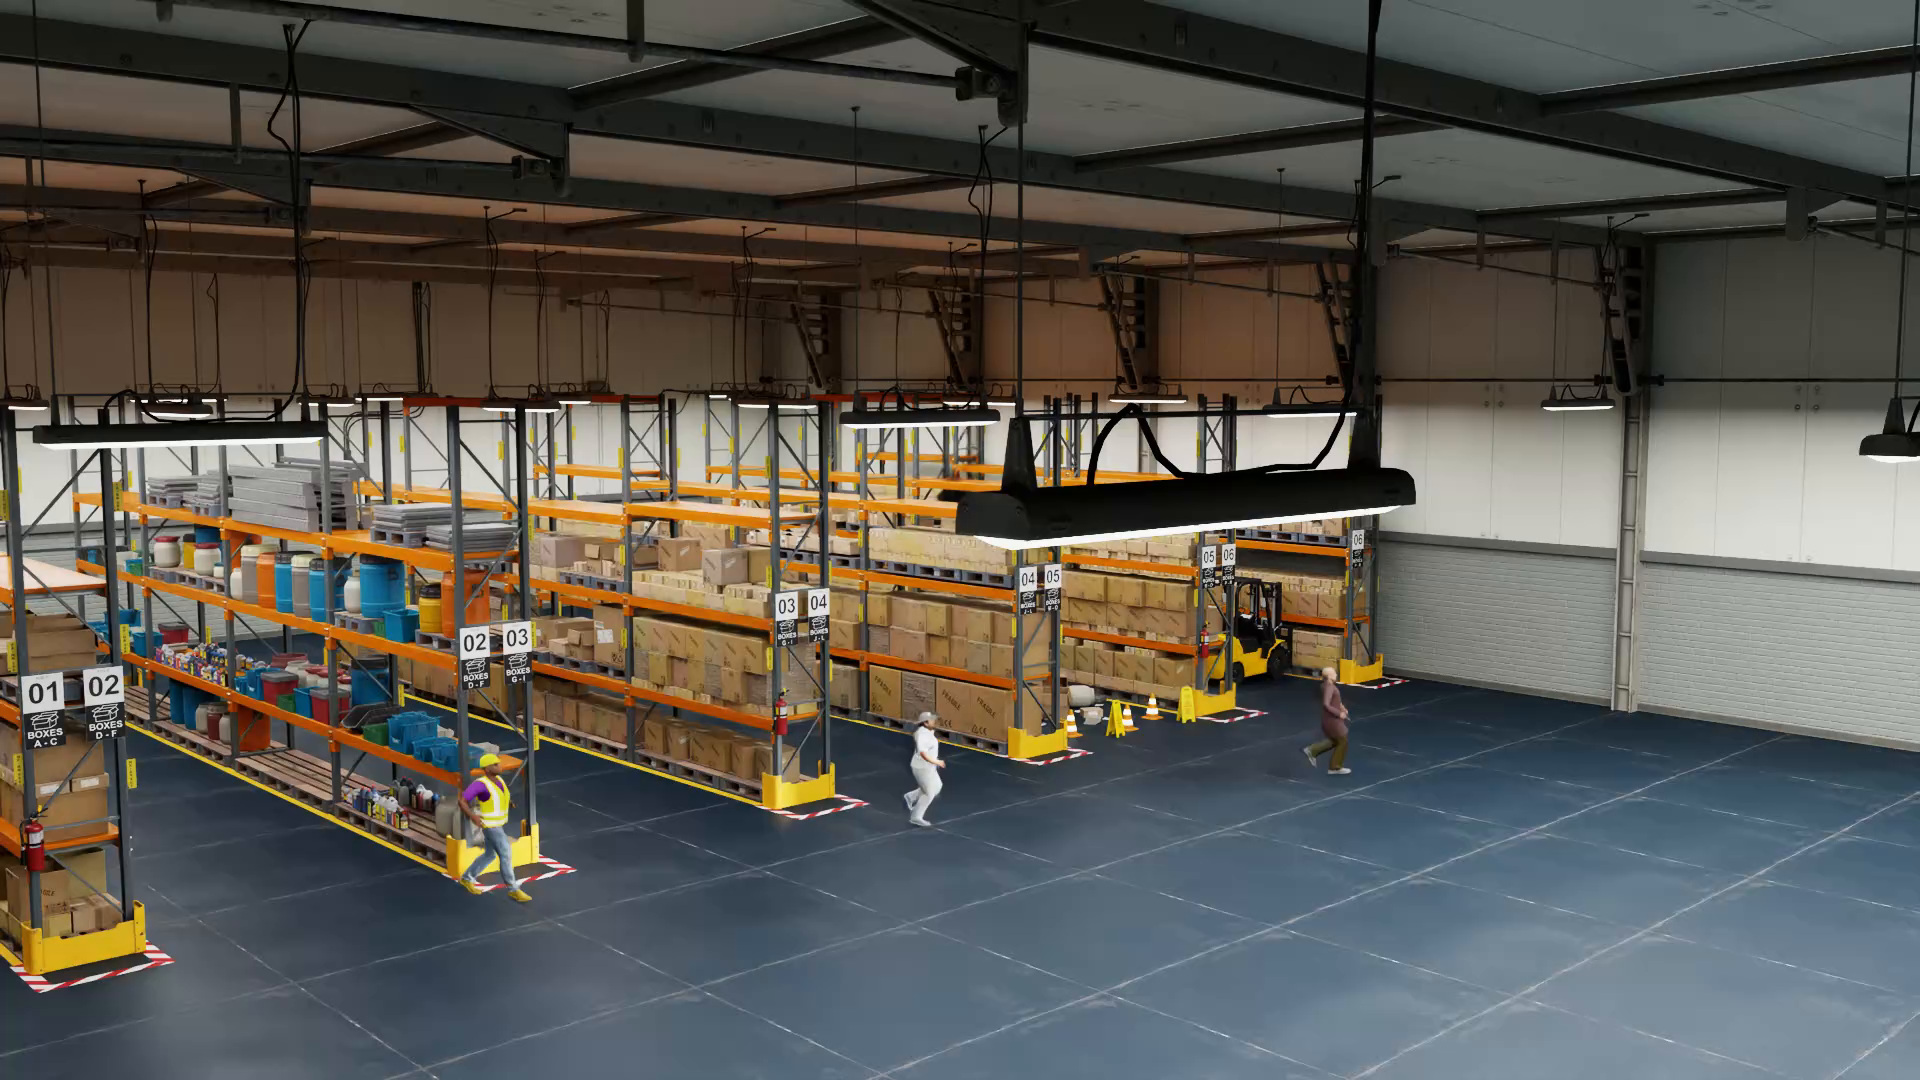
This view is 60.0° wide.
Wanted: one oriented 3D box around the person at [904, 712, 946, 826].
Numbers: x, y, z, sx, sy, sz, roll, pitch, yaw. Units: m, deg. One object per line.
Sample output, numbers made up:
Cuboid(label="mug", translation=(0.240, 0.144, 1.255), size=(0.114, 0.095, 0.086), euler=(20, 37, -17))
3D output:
Cuboid(label="person", translation=(-0.493, 3.245, 23.710), size=(0.591, 1.633, 0.634), euler=(0, 6, 0))

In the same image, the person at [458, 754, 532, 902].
Cuboid(label="person", translation=(-5.664, 3.481, 20.264), size=(0.933, 1.774, 0.756), euler=(0, 6, 2))

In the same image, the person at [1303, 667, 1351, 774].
Cuboid(label="person", translation=(5.901, 2.894, 26.636), size=(0.754, 1.730, 0.712), euler=(0, 6, 2))
